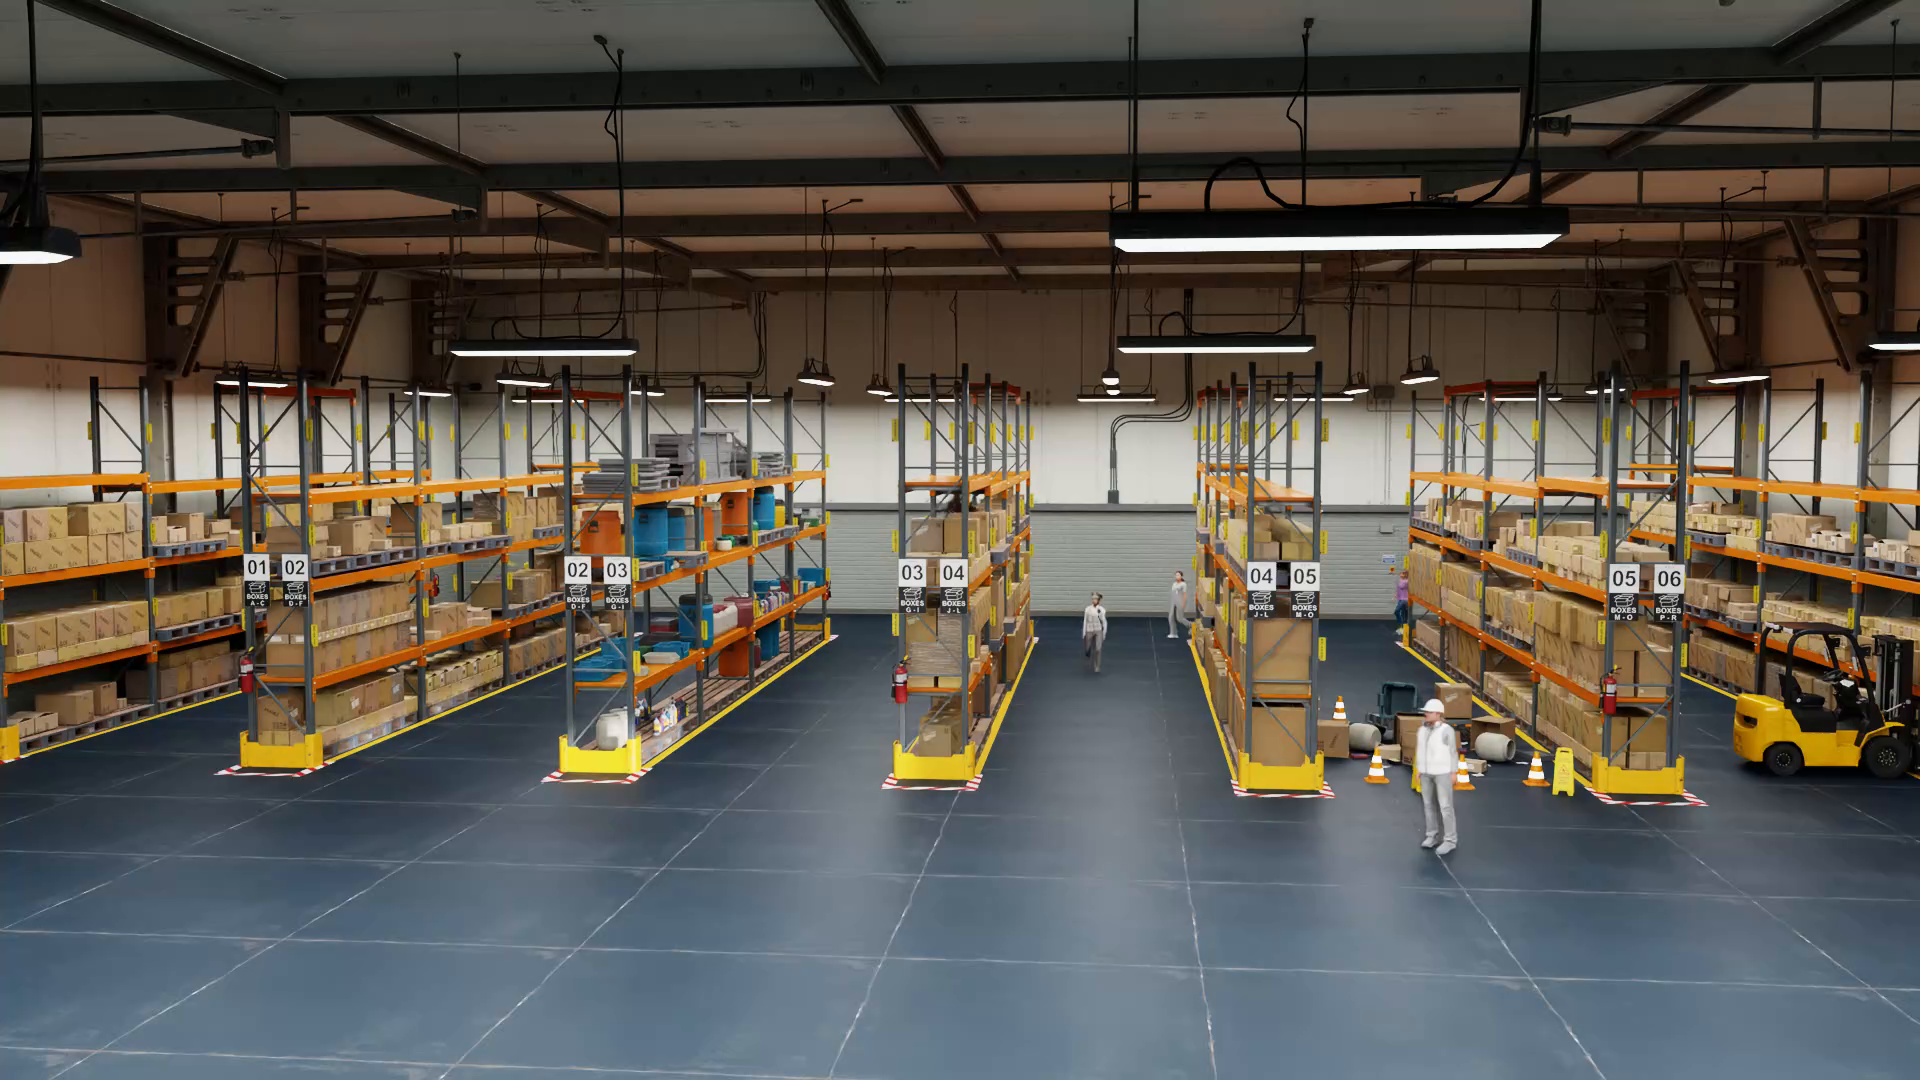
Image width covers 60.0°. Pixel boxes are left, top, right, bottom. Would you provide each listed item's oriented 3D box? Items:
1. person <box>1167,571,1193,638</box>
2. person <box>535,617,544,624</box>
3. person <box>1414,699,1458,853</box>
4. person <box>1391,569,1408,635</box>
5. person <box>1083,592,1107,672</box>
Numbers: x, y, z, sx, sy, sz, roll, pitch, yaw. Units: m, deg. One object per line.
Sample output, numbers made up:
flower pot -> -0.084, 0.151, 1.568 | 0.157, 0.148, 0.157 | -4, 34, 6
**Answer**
person -> 5.369, 1.567, 40.587 | 0.707, 1.638, 0.463 | -2, 4, -32
person -> -10.654, 1.404, 42.133 | 0.532, 1.755, 0.656 | 0, 4, 5
person -> 5.728, 2.823, 20.083 | 0.445, 1.781, 0.621 | -3, 5, -39
person -> 11.050, 1.545, 41.517 | 0.542, 1.616, 0.384 | 0, 4, -5
person -> 2.836, 1.919, 34.951 | 0.515, 1.657, 0.707 | 0, 4, 4
